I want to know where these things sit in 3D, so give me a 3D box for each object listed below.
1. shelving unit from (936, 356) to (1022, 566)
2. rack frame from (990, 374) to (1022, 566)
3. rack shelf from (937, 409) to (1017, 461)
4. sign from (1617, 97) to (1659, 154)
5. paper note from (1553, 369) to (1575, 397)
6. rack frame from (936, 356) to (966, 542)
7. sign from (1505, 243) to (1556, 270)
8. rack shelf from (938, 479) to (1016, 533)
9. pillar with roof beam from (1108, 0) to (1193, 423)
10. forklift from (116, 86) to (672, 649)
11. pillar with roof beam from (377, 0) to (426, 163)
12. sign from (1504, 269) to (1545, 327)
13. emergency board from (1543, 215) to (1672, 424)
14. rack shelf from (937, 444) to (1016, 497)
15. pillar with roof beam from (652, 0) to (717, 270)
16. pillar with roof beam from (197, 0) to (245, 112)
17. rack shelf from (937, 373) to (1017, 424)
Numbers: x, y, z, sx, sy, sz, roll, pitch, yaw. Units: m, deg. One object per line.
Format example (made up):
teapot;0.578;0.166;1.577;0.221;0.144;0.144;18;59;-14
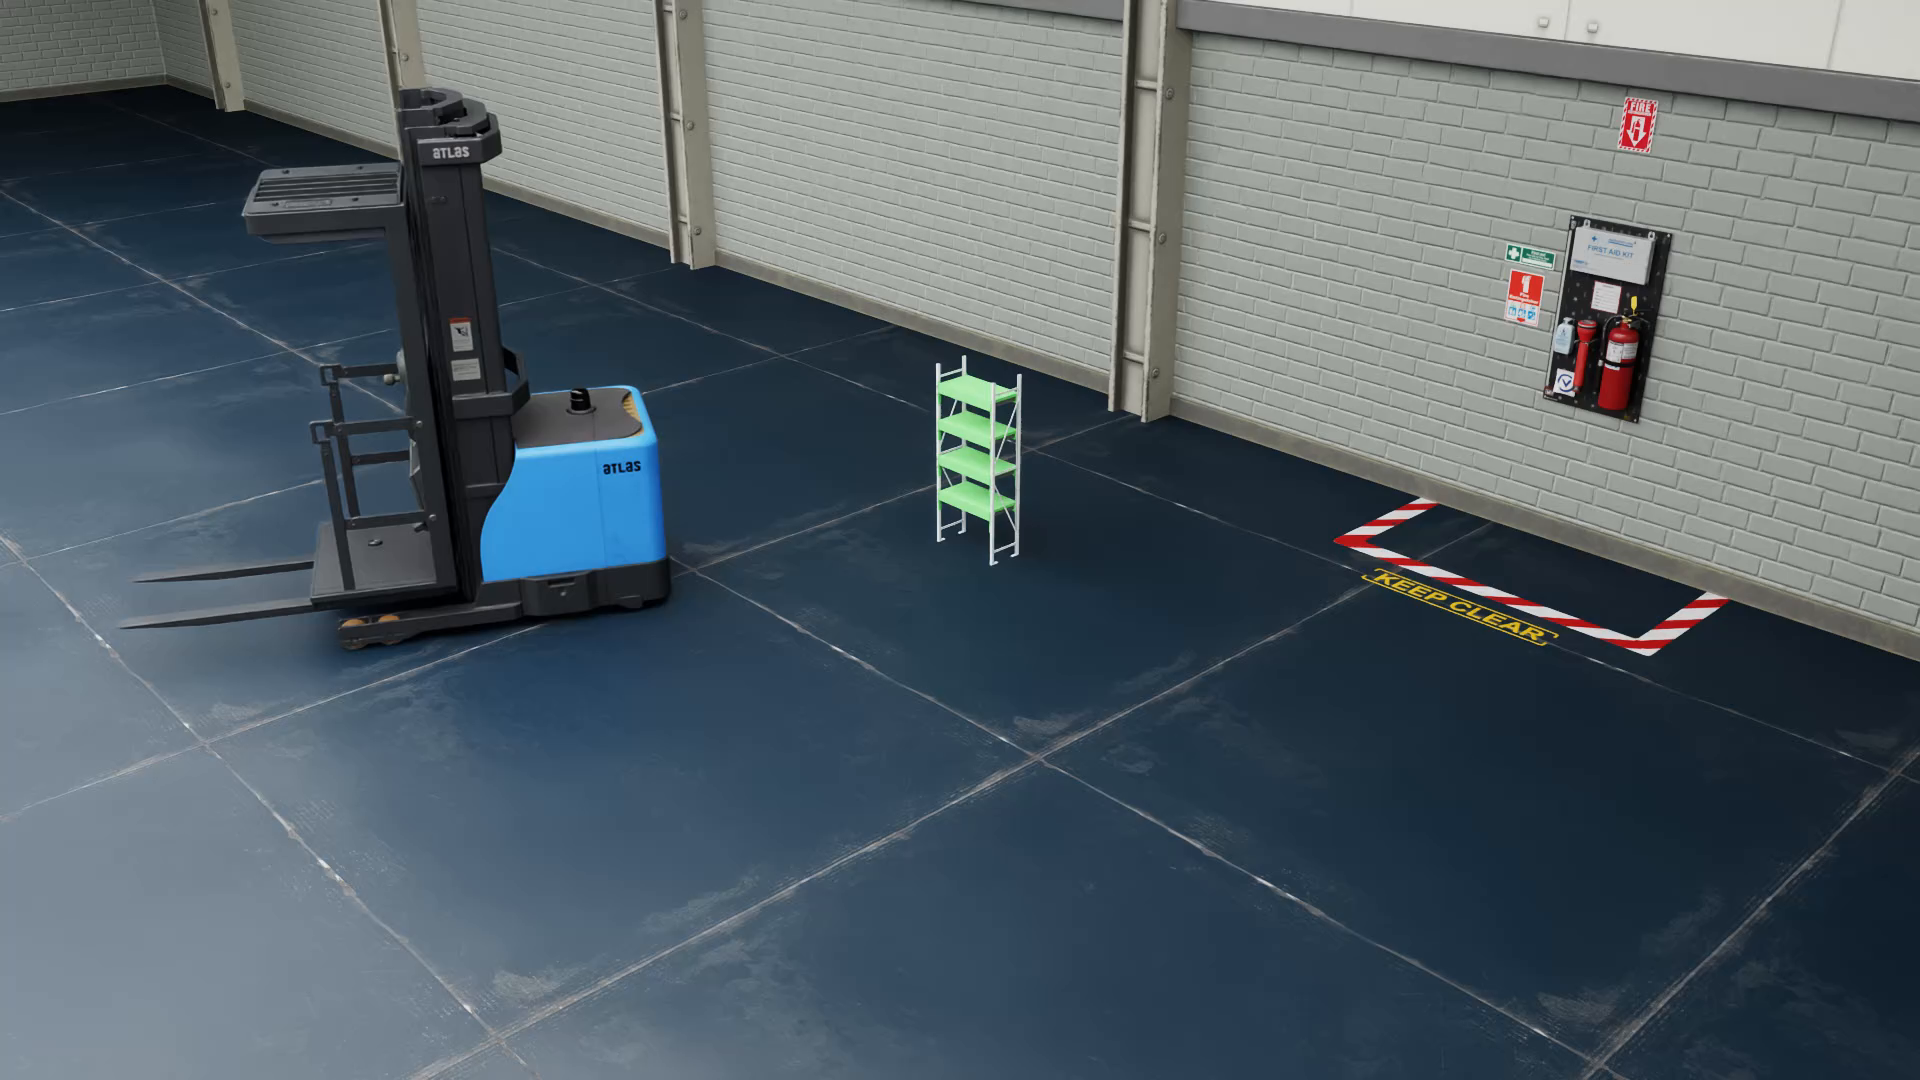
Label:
shelving unit;0.113;-0.496;10.391;0.258;1.200;0.503;-21;32;-38
rack frame;0.280;-0.422;10.229;0.240;1.200;0.015;-21;32;-38
rack shelf;0.113;-0.656;10.318;0.258;0.148;0.480;-21;32;-38
sign;3.905;-2.391;9.584;0.001;0.298;0.199;-21;32;-38
paper note;3.768;-0.978;10.341;0.016;0.148;0.142;-21;32;-38
rack frame;-0.054;-0.570;10.553;0.240;1.200;0.015;-21;32;-38
sign;3.532;-1.756;10.303;0.001;0.109;0.331;-21;32;-38
rack shelf;0.113;-0.219;10.517;0.258;0.148;0.480;-21;32;-38
pillar with roof beam;-1.744;-3.872;8.396;9.100;9.000;0.400;-21;32;-38
forklift;-3.293;-0.961;9.325;3.031;2.935;1.130;-7;25;-15
pillar with roof beam;-9.946;-7.508;16.365;9.100;9.000;0.400;-21;32;-38
sign;3.536;-1.519;10.422;0.001;0.329;0.234;-21;32;-38
emergency board;3.838;-1.306;9.998;0.194;1.169;0.643;-21;32;-38
rack shelf;0.113;-0.438;10.418;0.258;0.148;0.480;-21;32;-38
pillar with roof beam;-5.845;-5.690;12.380;9.100;9.000;0.400;-21;32;-38
pillar with roof beam;-14.047;-9.326;20.350;9.100;9.000;0.400;-21;32;-38
rack shelf;0.113;-0.874;10.218;0.258;0.148;0.480;-21;32;-38
